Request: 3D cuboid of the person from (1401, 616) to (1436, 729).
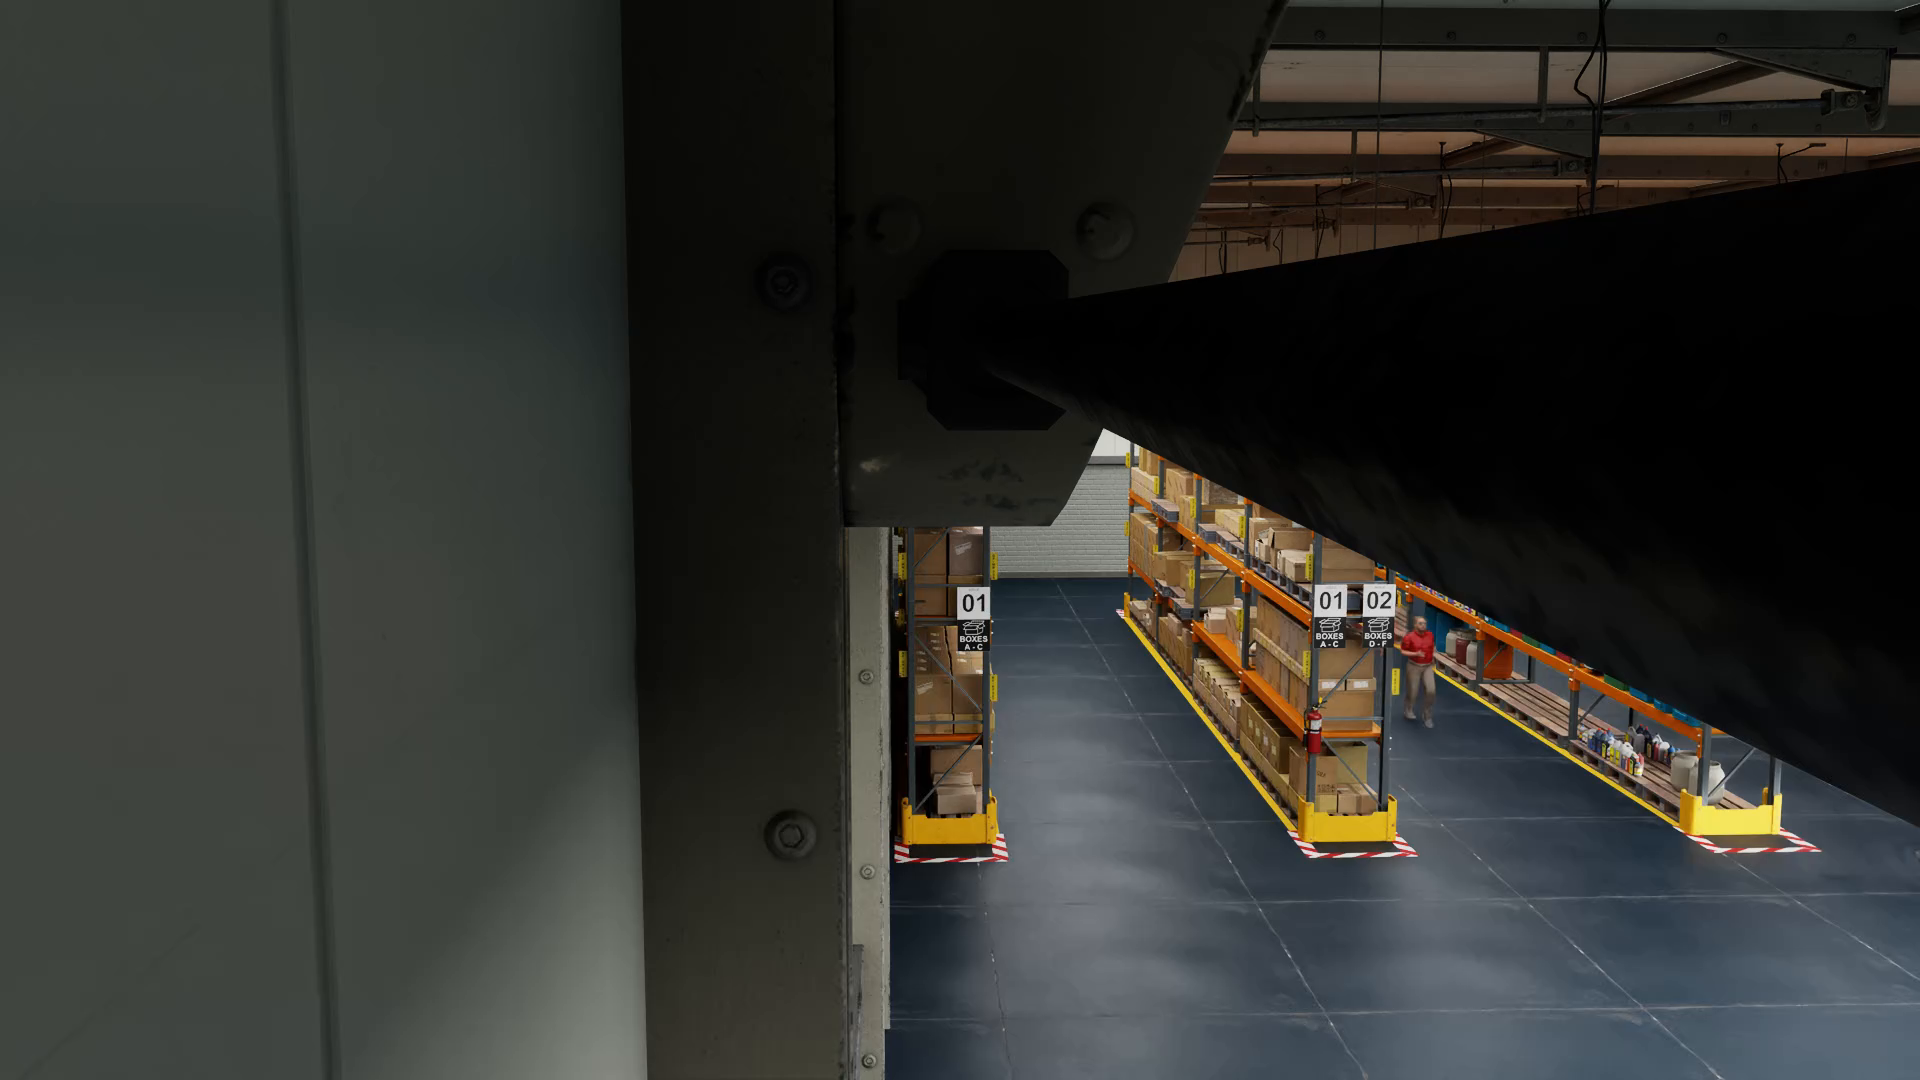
[{"bbox_3d":[7.314,2.105,26.503,0.640,1.802,0.801,-1,7,-5],"label":"person"}]
